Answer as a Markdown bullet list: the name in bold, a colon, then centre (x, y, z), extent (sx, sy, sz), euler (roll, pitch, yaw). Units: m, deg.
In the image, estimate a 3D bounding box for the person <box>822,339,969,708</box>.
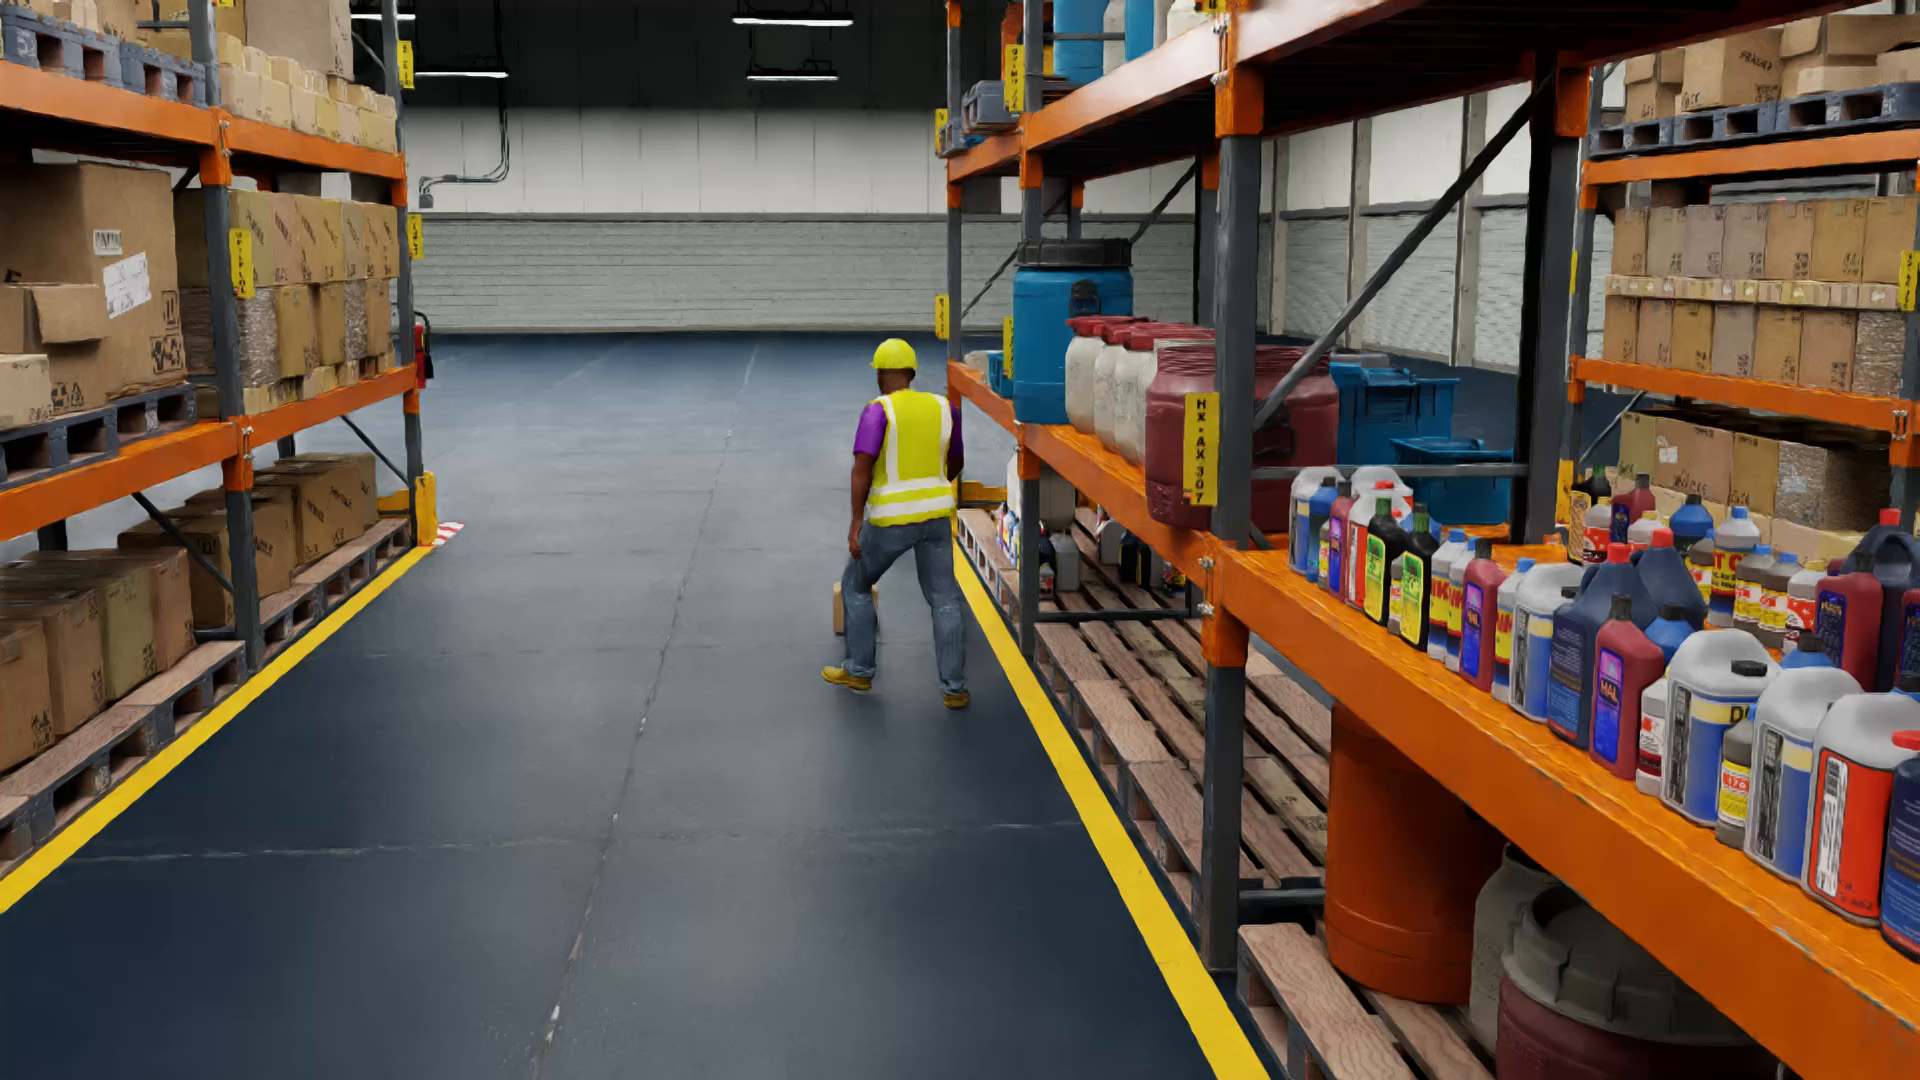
- **person**: centre (-0.261, -0.097, 7.961), extent (0.696, 1.716, 0.736), euler (-5, 11, -27)
